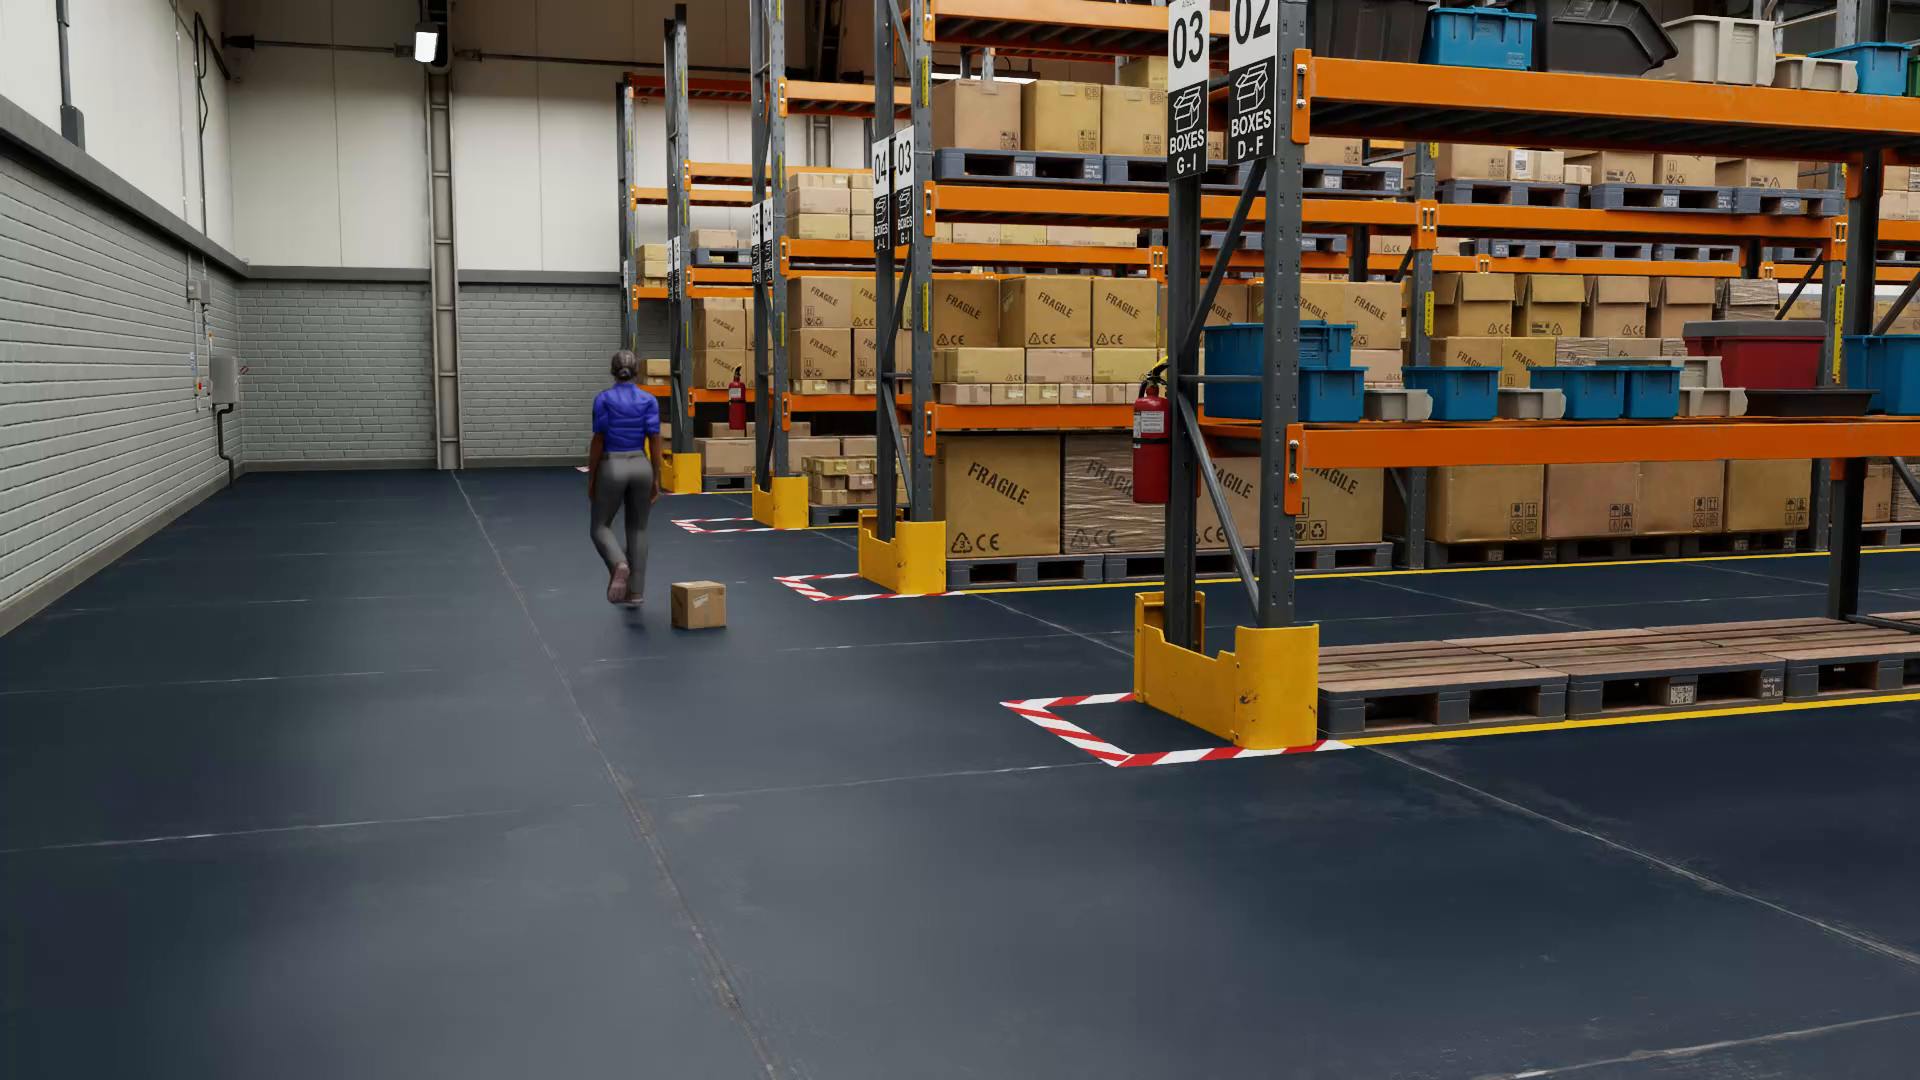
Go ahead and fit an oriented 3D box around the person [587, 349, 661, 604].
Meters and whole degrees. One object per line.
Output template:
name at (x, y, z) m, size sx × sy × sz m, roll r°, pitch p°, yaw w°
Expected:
person at (-2.146, -0.397, 10.692) m, size 0.453 × 1.647 × 0.505 m, roll -2°, pitch 6°, yaw -23°
